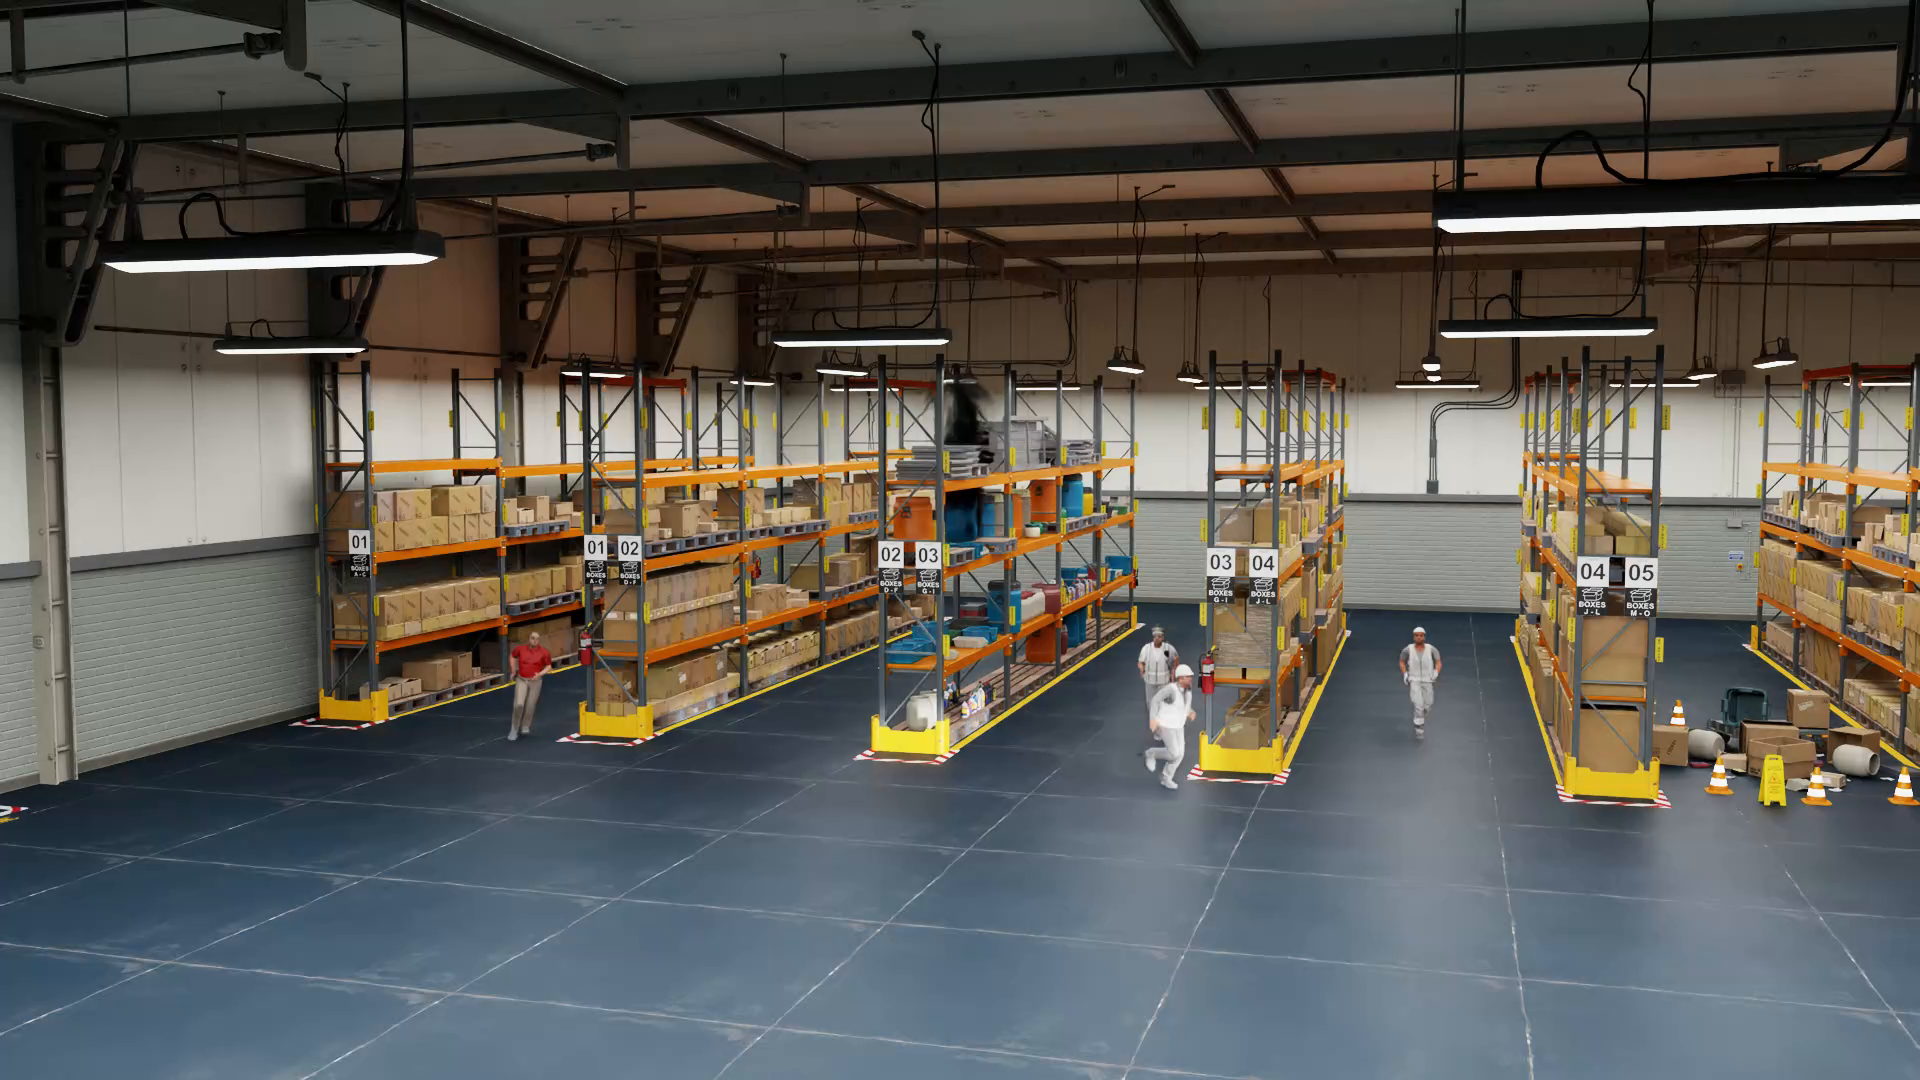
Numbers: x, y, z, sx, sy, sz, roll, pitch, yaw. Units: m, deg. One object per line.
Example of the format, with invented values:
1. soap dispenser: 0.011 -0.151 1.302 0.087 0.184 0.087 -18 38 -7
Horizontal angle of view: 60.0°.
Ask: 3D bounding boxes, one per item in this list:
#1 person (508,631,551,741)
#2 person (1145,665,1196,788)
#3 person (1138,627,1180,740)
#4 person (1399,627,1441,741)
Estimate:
1. person: -6.806 2.299 26.311 0.680 1.732 0.767 -1 4 -13
2. person: 2.892 2.542 22.807 0.760 1.708 0.651 4 5 41
3. person: 3.160 2.238 26.471 0.652 1.760 0.893 1 4 12
4. person: 7.275 2.254 26.294 0.650 1.767 0.715 1 4 9
